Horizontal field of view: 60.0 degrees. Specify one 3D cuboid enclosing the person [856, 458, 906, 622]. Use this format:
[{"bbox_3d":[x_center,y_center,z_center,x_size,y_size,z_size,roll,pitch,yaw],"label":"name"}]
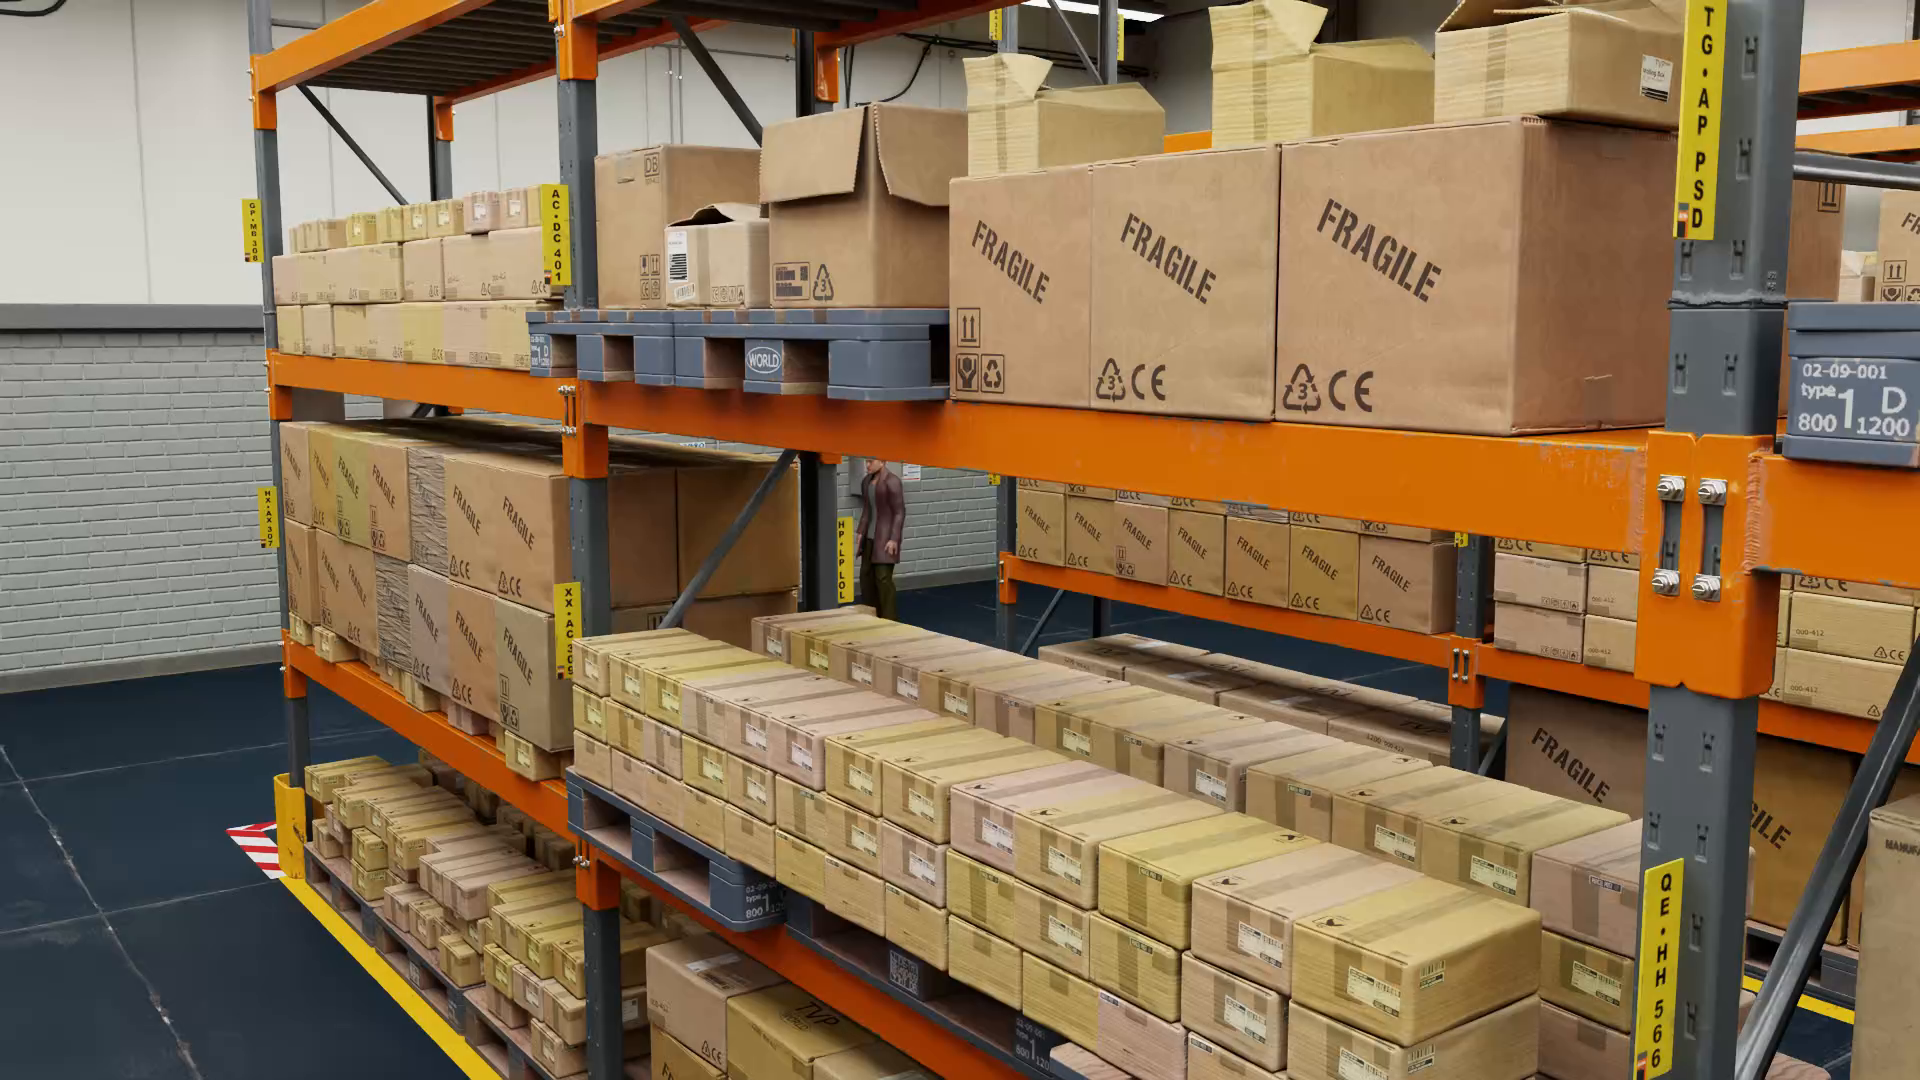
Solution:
[{"bbox_3d":[-0.774,-0.010,15.928,0.427,1.773,0.631,-6,10,-38],"label":"person"}]
